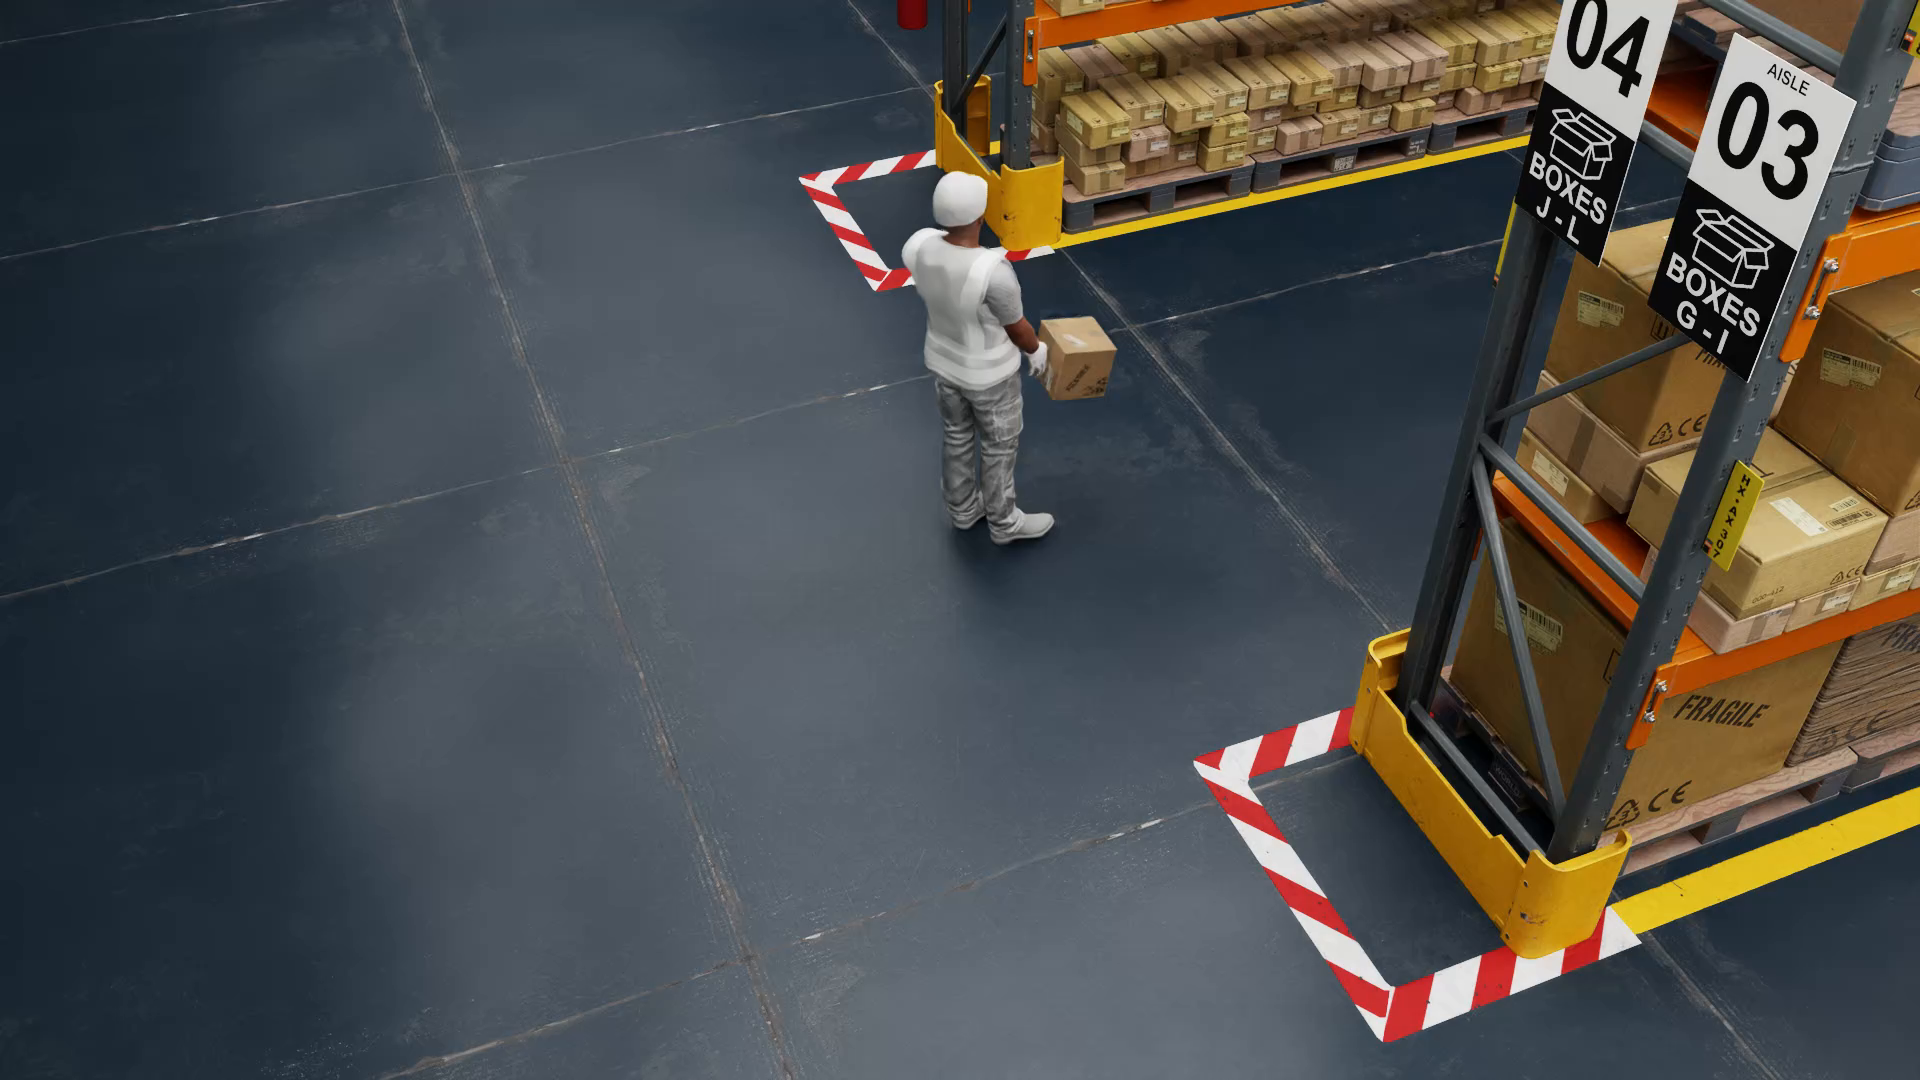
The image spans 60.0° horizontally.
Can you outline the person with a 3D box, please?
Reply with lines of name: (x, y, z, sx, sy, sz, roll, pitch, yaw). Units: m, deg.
person: (0.095, -0.759, 6.990, 0.576, 1.791, 0.481, 31, 50, 30)
